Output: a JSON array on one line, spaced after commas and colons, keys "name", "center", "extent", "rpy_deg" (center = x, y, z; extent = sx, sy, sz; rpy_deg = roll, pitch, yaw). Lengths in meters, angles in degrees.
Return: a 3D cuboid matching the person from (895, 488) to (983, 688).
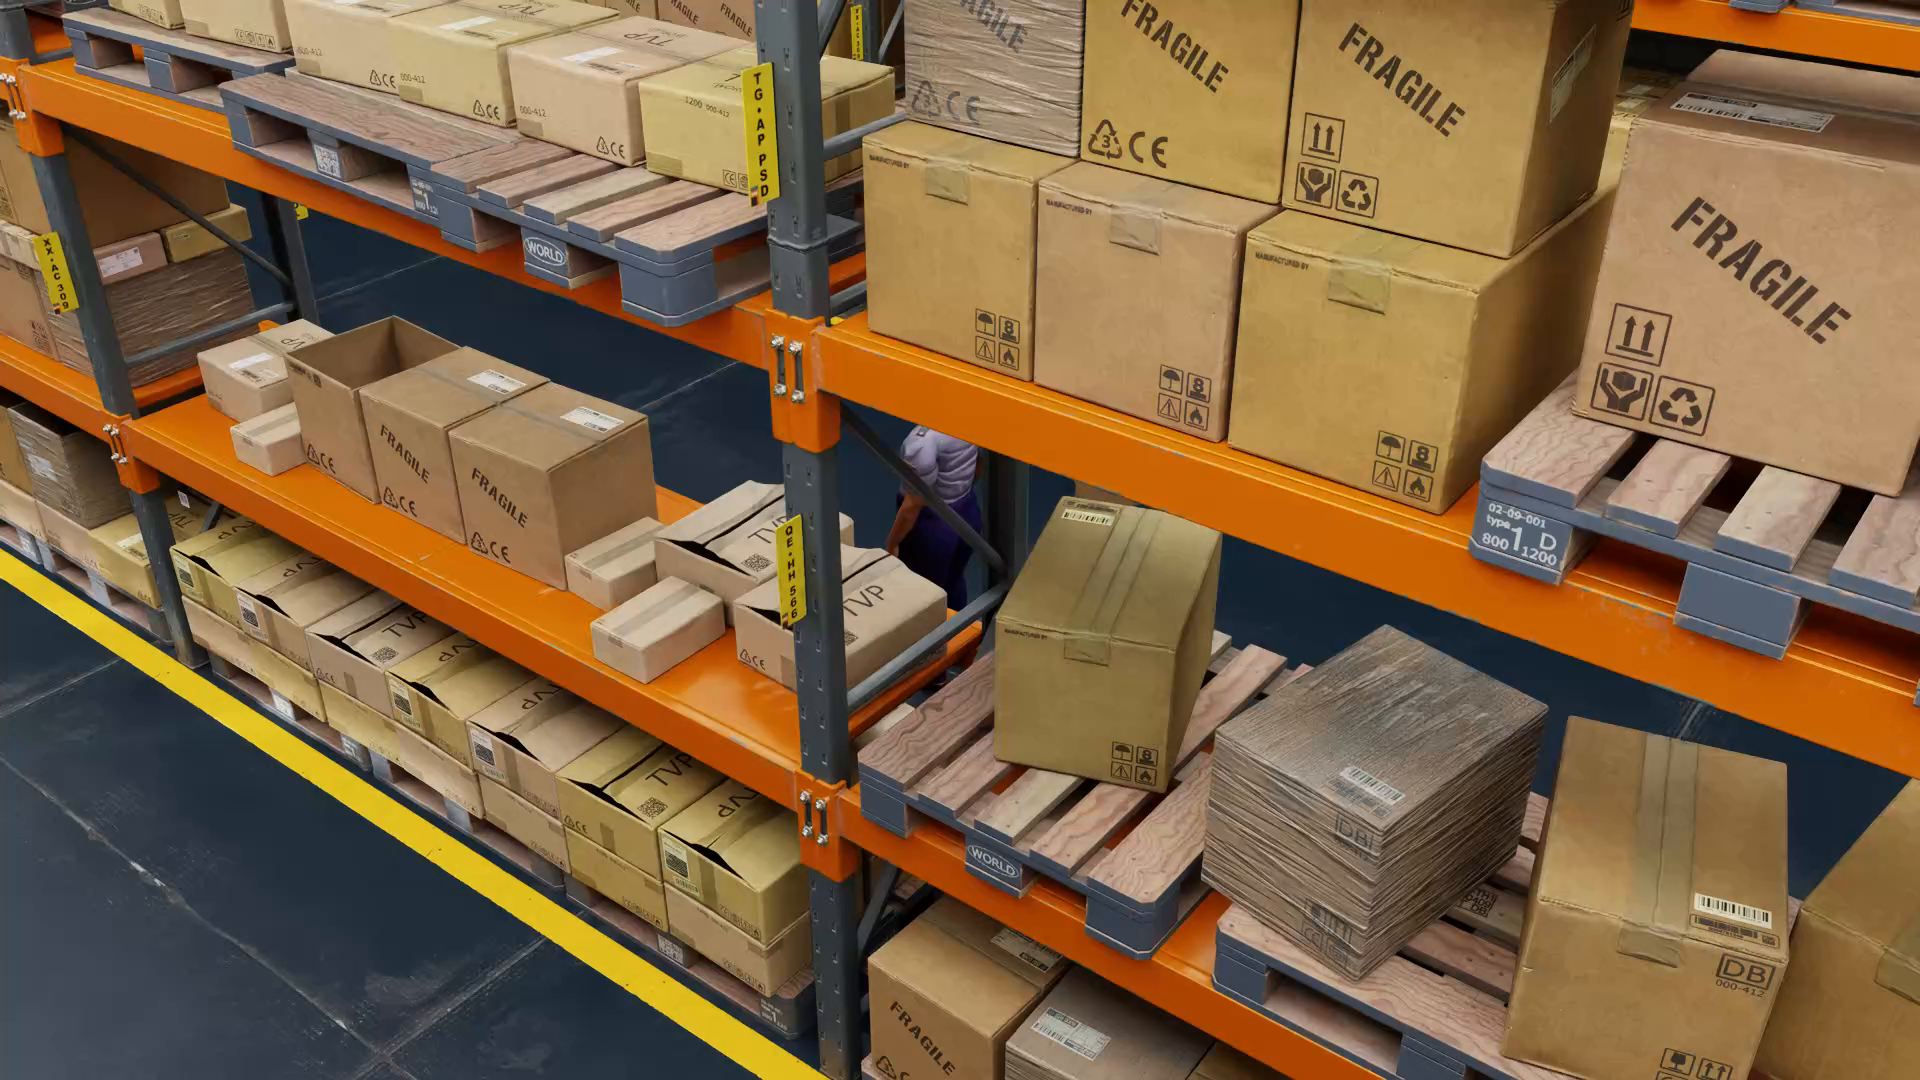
[{"name": "person", "center": [-0.143, 0.152, 7.474], "extent": [0.501, 1.034, 0.525], "rpy_deg": [21, 37, 31]}]
